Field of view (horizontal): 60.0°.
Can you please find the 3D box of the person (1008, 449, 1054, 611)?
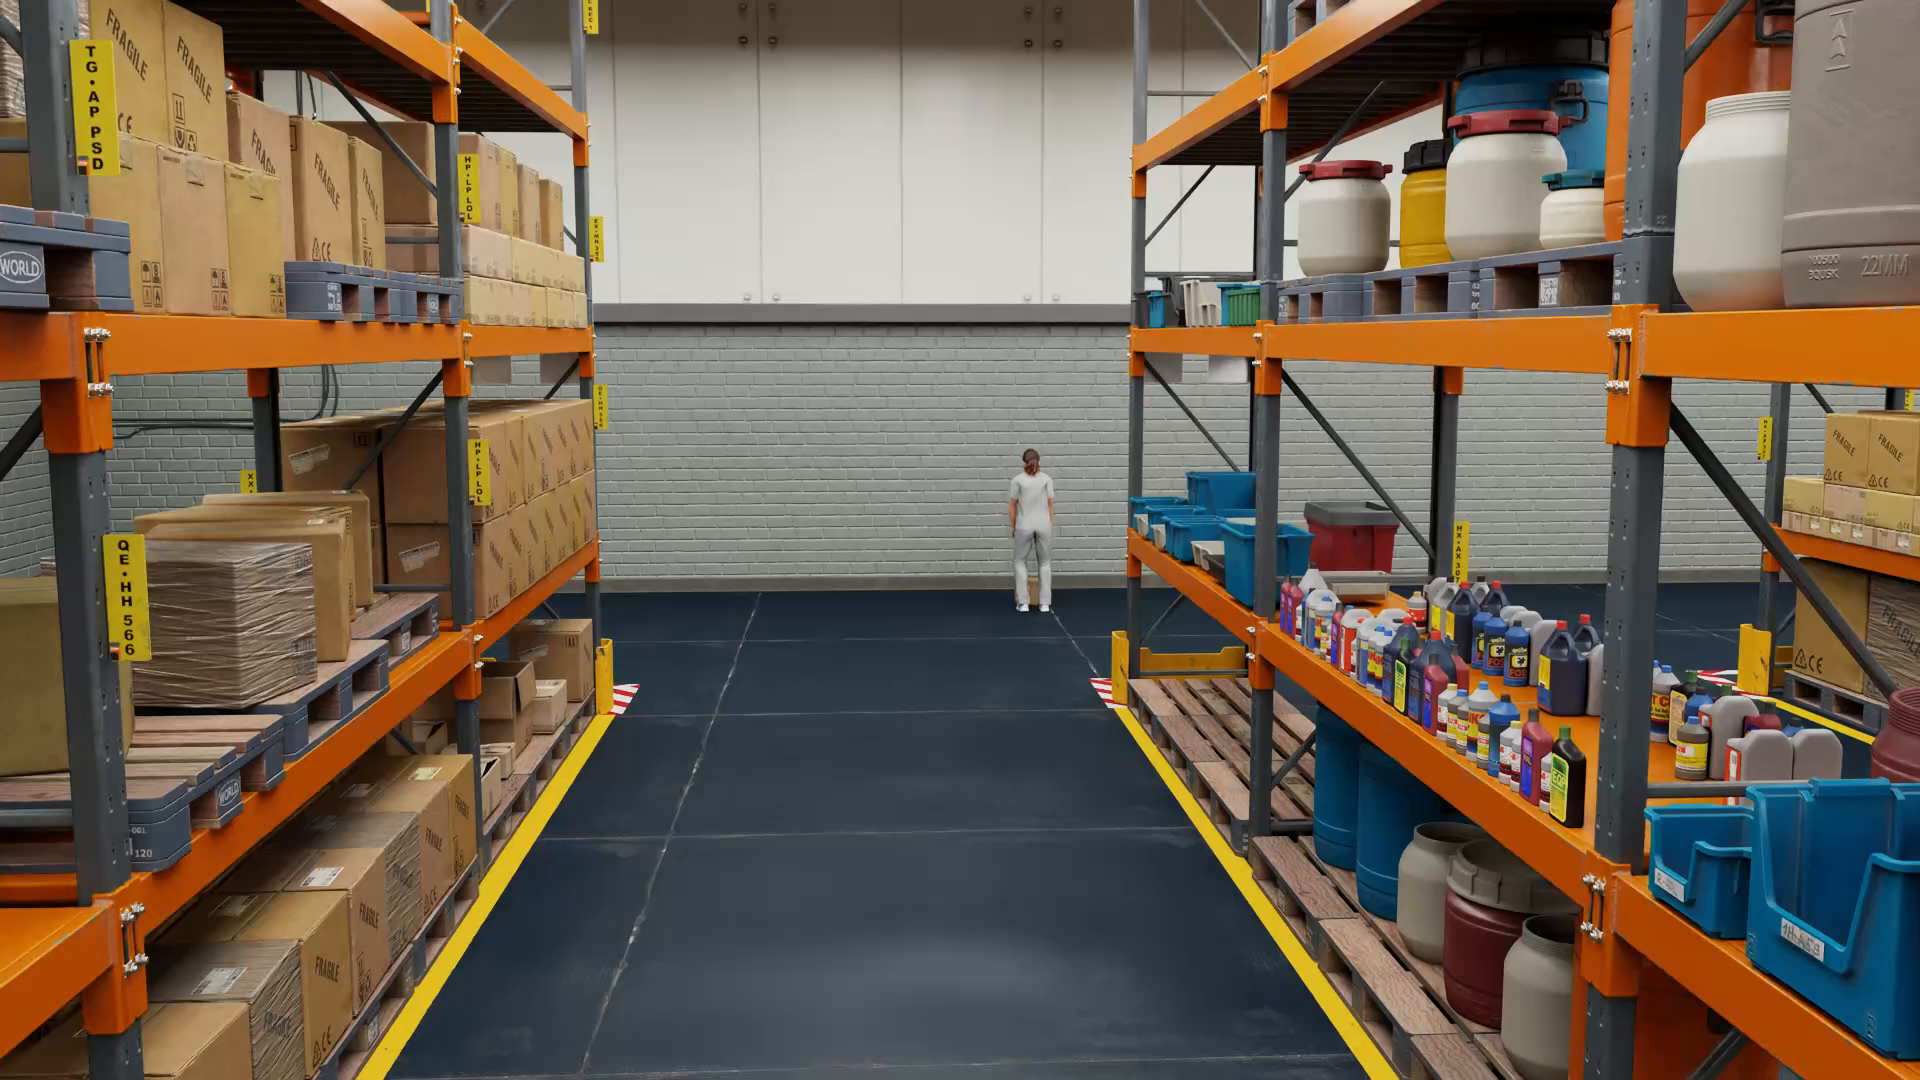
[{"bbox_3d":[0.715,-0.095,16.736,0.458,1.638,0.370,0,7,-2],"label":"person"}]
